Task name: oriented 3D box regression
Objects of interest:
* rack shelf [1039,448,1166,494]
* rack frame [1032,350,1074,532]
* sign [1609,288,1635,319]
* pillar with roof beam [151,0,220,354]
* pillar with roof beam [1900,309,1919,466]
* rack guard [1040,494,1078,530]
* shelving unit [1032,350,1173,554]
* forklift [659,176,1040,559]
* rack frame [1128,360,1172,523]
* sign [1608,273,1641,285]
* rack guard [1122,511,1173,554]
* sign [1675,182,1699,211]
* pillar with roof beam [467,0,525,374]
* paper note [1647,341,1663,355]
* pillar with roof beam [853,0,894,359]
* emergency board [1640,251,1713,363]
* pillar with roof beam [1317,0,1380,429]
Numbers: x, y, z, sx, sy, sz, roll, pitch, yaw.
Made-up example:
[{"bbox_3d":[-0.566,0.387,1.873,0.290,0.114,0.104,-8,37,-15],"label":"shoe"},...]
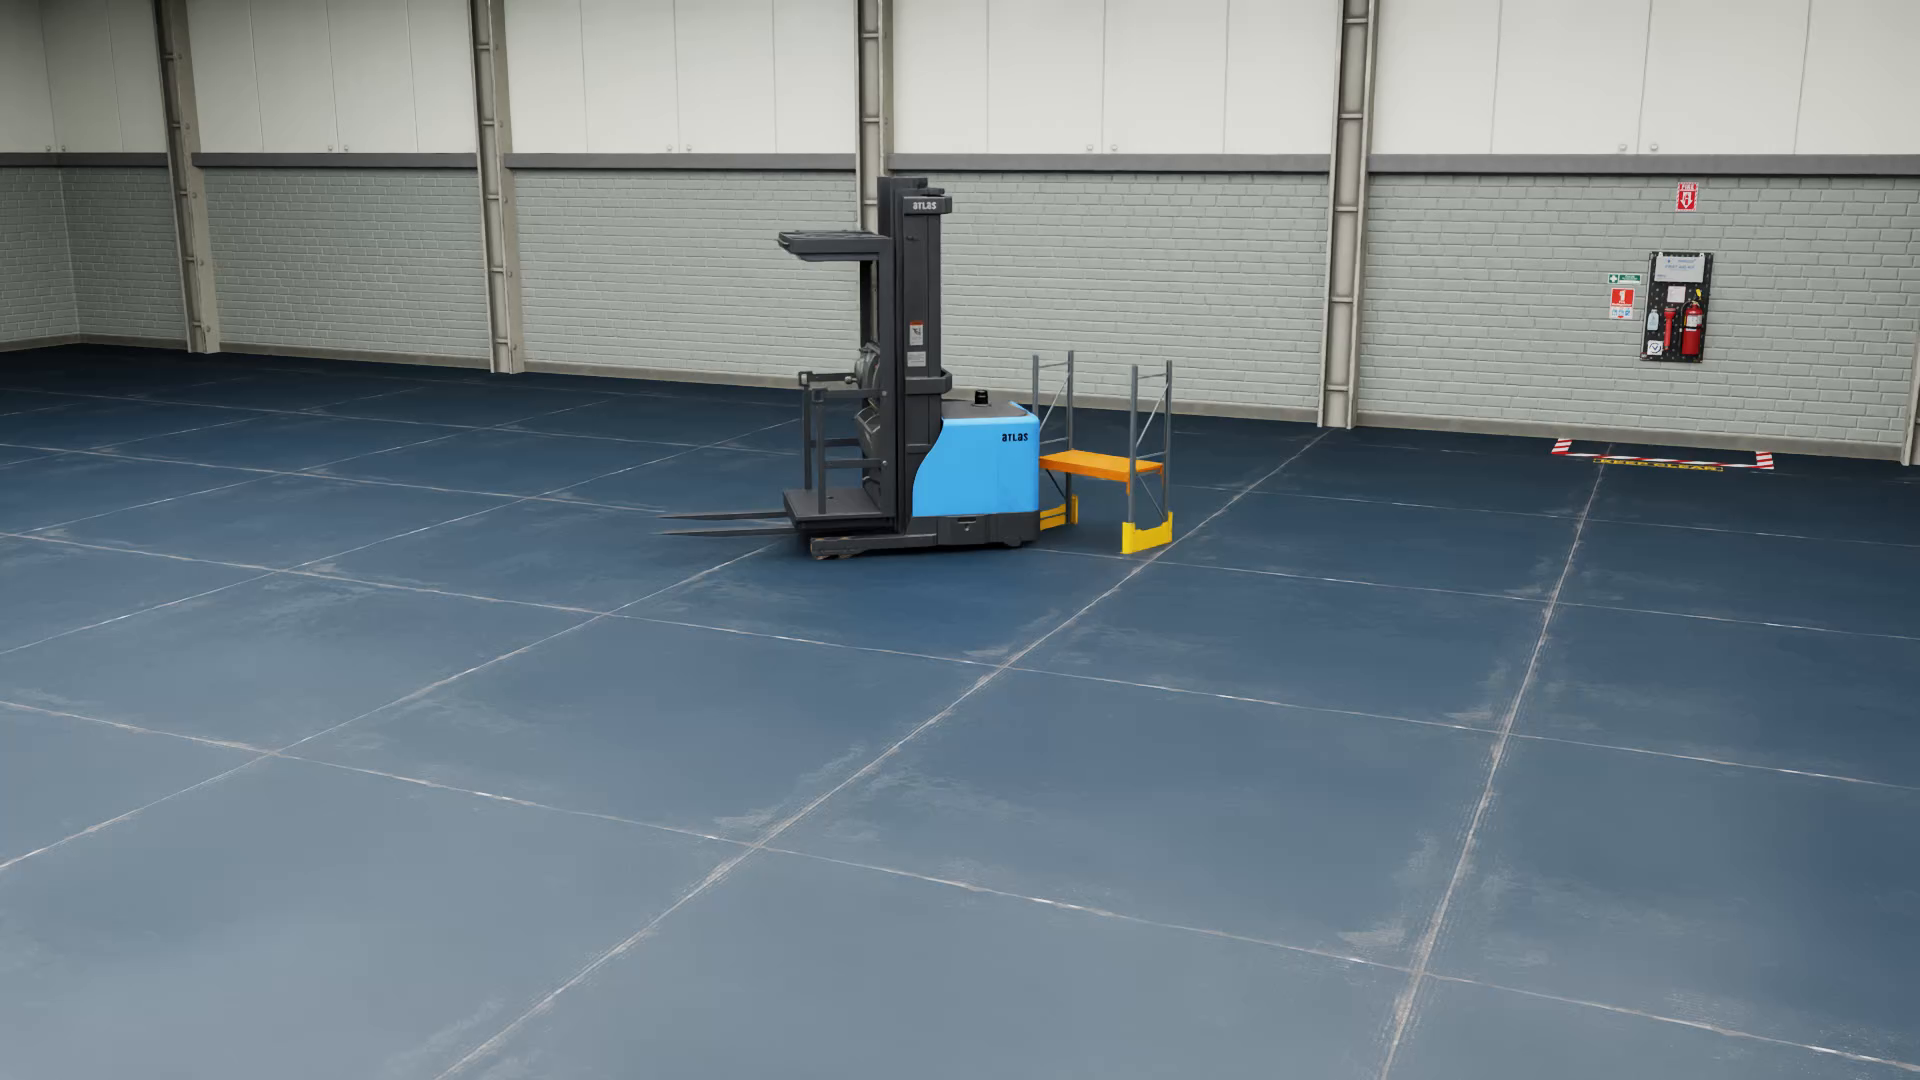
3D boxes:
[{"bbox_3d":[1.150,-0.575,13.709,1.000,0.185,0.538,12,18,42],"label":"rack shelf"},{"bbox_3d":[0.777,-0.829,14.005,0.032,1.500,0.500,12,18,42],"label":"rack frame"},{"bbox_3d":[7.184,-2.566,18.048,0.234,0.329,0.001,6,14,23],"label":"sign"},{"bbox_3d":[-13.795,-6.482,21.680,0.400,9.000,9.100,6,14,23],"label":"pillar with roof beam"},{"bbox_3d":[8.148,-4.261,12.216,0.400,9.000,9.100,6,14,23],"label":"pillar with roof beam"},{"bbox_3d":[0.792,-0.218,14.135,0.087,0.250,0.587,12,18,42],"label":"rack guard"},{"bbox_3d":[1.156,-0.749,13.662,1.083,1.500,0.587,12,18,42],"label":"shelving unit"},{"bbox_3d":[-0.920,-1.405,13.326,3.031,2.935,1.130,-3,13,-11],"label":"forklift"},{"bbox_3d":[1.522,-0.671,13.331,0.032,1.500,0.500,12,18,42],"label":"rack frame"},{"bbox_3d":[7.184,-2.822,17.978,0.331,0.109,0.001,6,14,23],"label":"sign"},{"bbox_3d":[1.521,-0.063,13.475,0.087,0.250,0.587,12,18,42],"label":"rack guard"},{"bbox_3d":[7.681,-3.626,17.569,0.199,0.298,0.001,6,14,23],"label":"sign"},{"bbox_3d":[-8.310,-5.927,19.314,0.400,9.000,9.100,6,14,23],"label":"pillar with roof beam"},{"bbox_3d":[7.514,-2.078,17.974,0.142,0.148,0.016,6,14,23],"label":"paper note"},{"bbox_3d":[-2.824,-5.372,16.948,0.400,9.000,9.100,6,14,23],"label":"pillar with roof beam"},{"bbox_3d":[7.648,-2.476,17.742,0.643,1.169,0.194,6,14,23],"label":"emergency board"},{"bbox_3d":[2.662,-4.816,14.582,0.400,9.000,9.100,6,14,23],"label":"pillar with roof beam"}]
